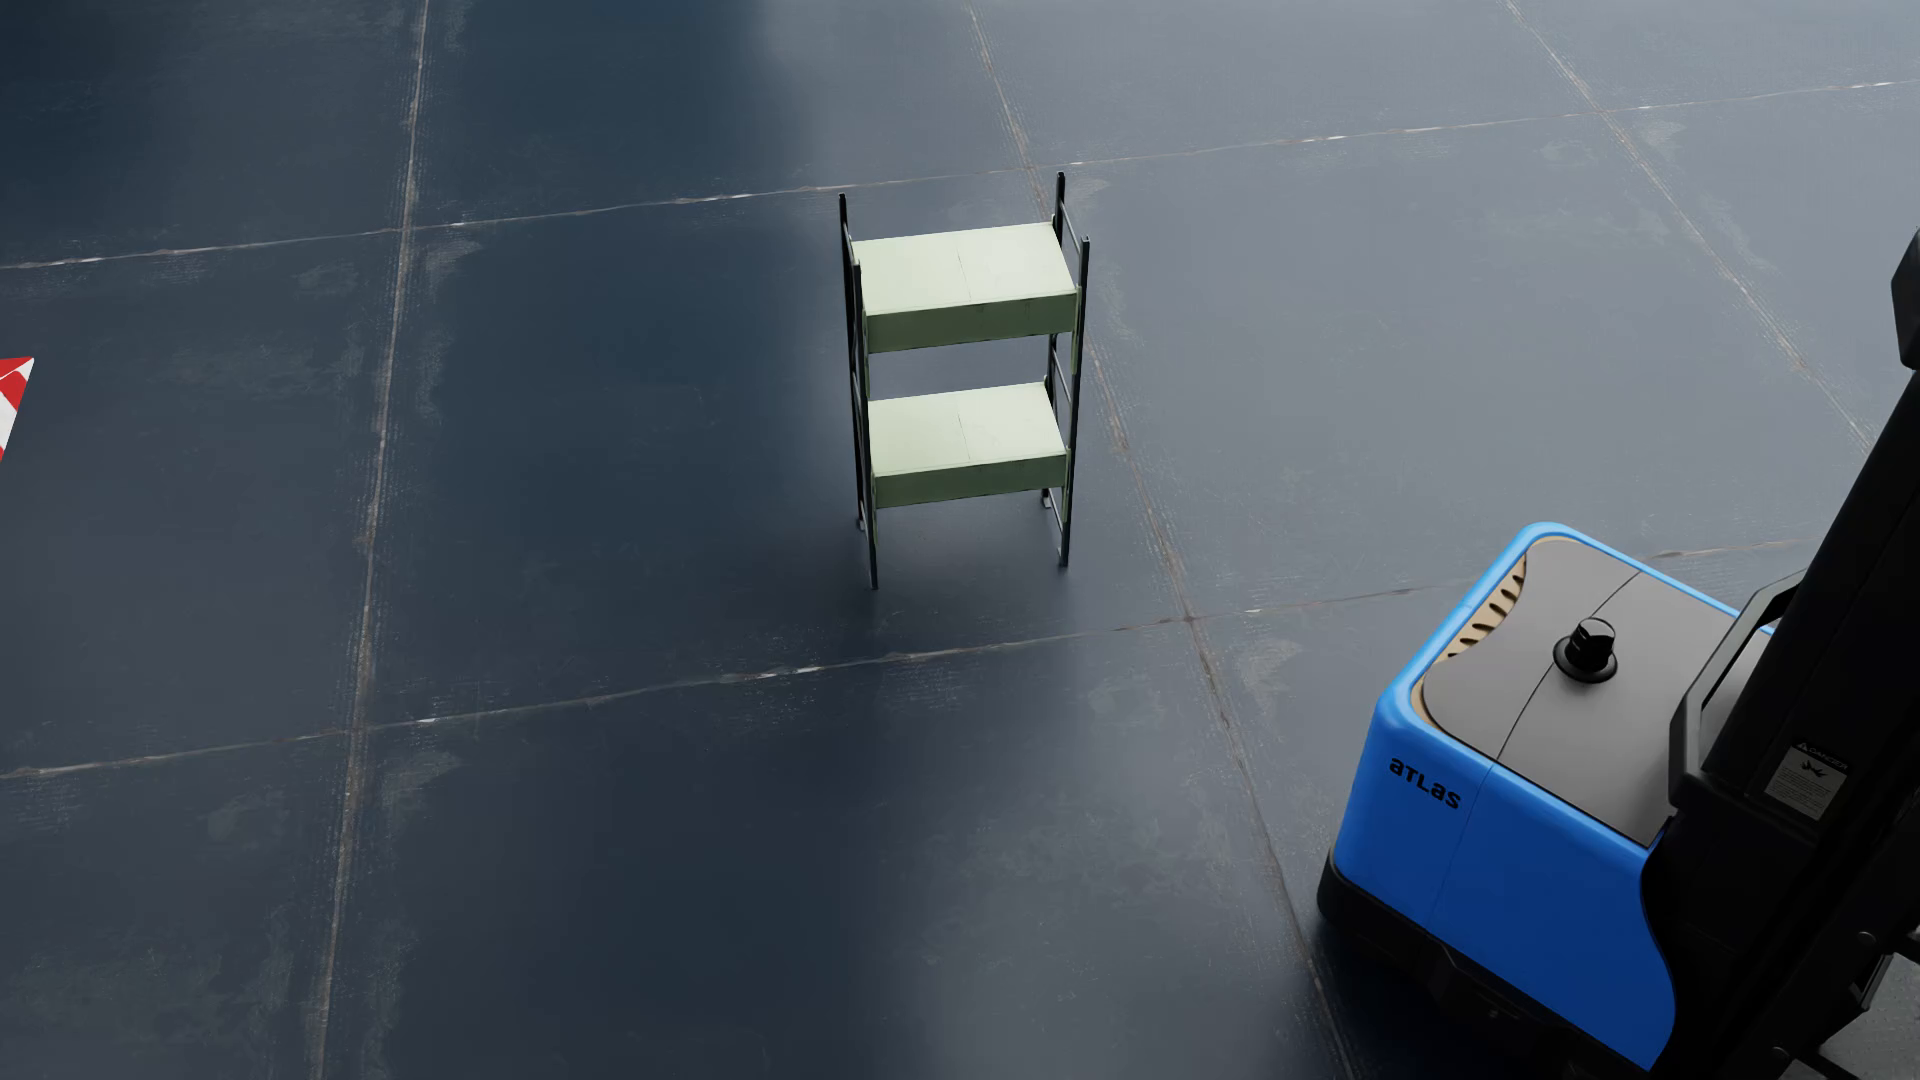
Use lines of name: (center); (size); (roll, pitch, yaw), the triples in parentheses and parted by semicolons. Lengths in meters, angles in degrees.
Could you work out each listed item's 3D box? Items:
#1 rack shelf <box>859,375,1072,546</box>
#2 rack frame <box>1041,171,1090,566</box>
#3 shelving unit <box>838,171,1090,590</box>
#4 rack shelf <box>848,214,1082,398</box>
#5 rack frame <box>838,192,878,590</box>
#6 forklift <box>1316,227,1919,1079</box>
rack shelf: (0.007, -0.295, 6.129); (0.720, 0.370, 0.431); (-7, 46, -7)
rack frame: (0.367, -0.566, 5.938); (0.023, 1.500, 0.400); (-7, 46, -7)
shelving unit: (0.007, -0.521, 5.895); (0.755, 1.500, 0.431); (-7, 46, -7)
rack shelf: (0.007, -0.792, 5.614); (0.720, 0.370, 0.431); (-7, 46, -7)
rack frame: (-0.354, -0.476, 5.851); (0.023, 1.500, 0.400); (-7, 46, -7)
forklift: (2.576, 0.597, 3.824); (3.031, 2.935, 1.130); (31, 54, 27)
